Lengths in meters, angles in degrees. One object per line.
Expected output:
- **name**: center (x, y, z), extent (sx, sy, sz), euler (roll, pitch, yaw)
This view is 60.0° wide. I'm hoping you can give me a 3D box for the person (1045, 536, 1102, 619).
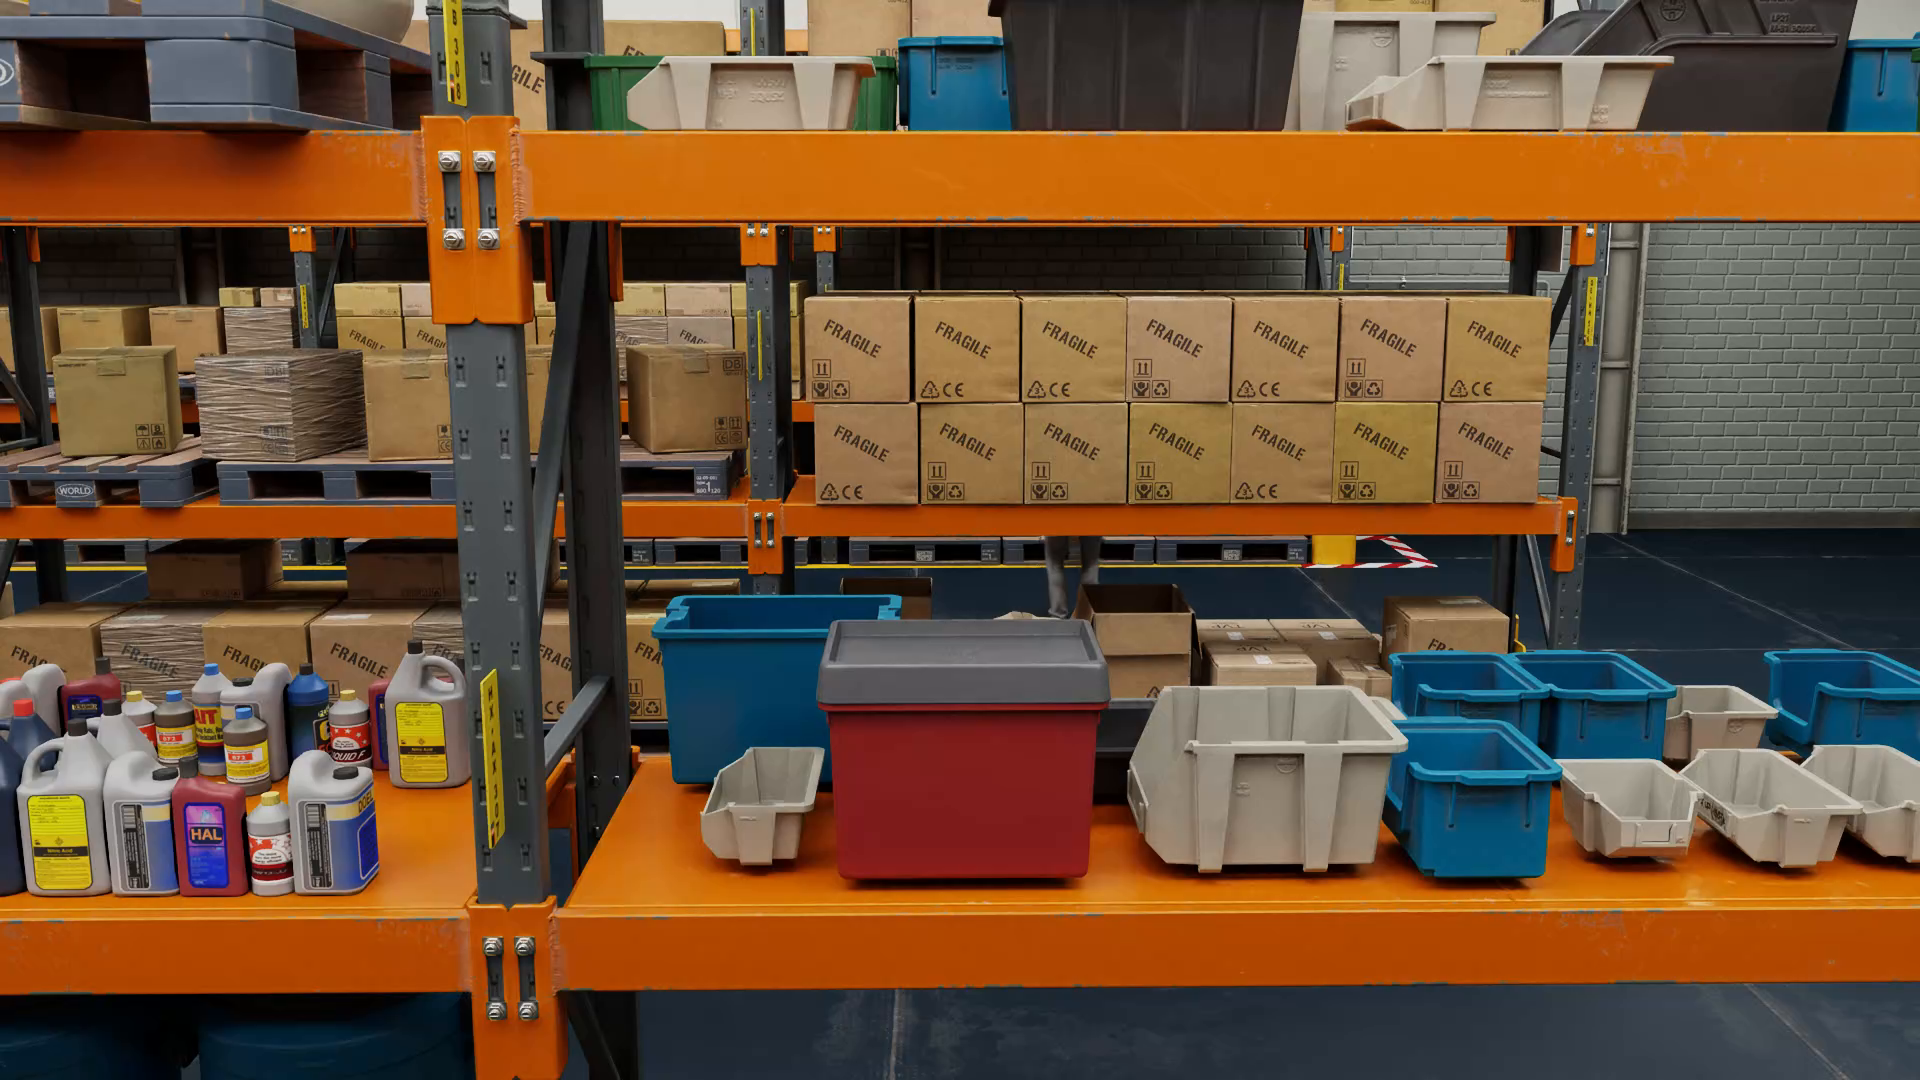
- **person**: center (0.737, -0.093, 11.075), extent (0.379, 1.370, 0.737), euler (0, 11, -2)
